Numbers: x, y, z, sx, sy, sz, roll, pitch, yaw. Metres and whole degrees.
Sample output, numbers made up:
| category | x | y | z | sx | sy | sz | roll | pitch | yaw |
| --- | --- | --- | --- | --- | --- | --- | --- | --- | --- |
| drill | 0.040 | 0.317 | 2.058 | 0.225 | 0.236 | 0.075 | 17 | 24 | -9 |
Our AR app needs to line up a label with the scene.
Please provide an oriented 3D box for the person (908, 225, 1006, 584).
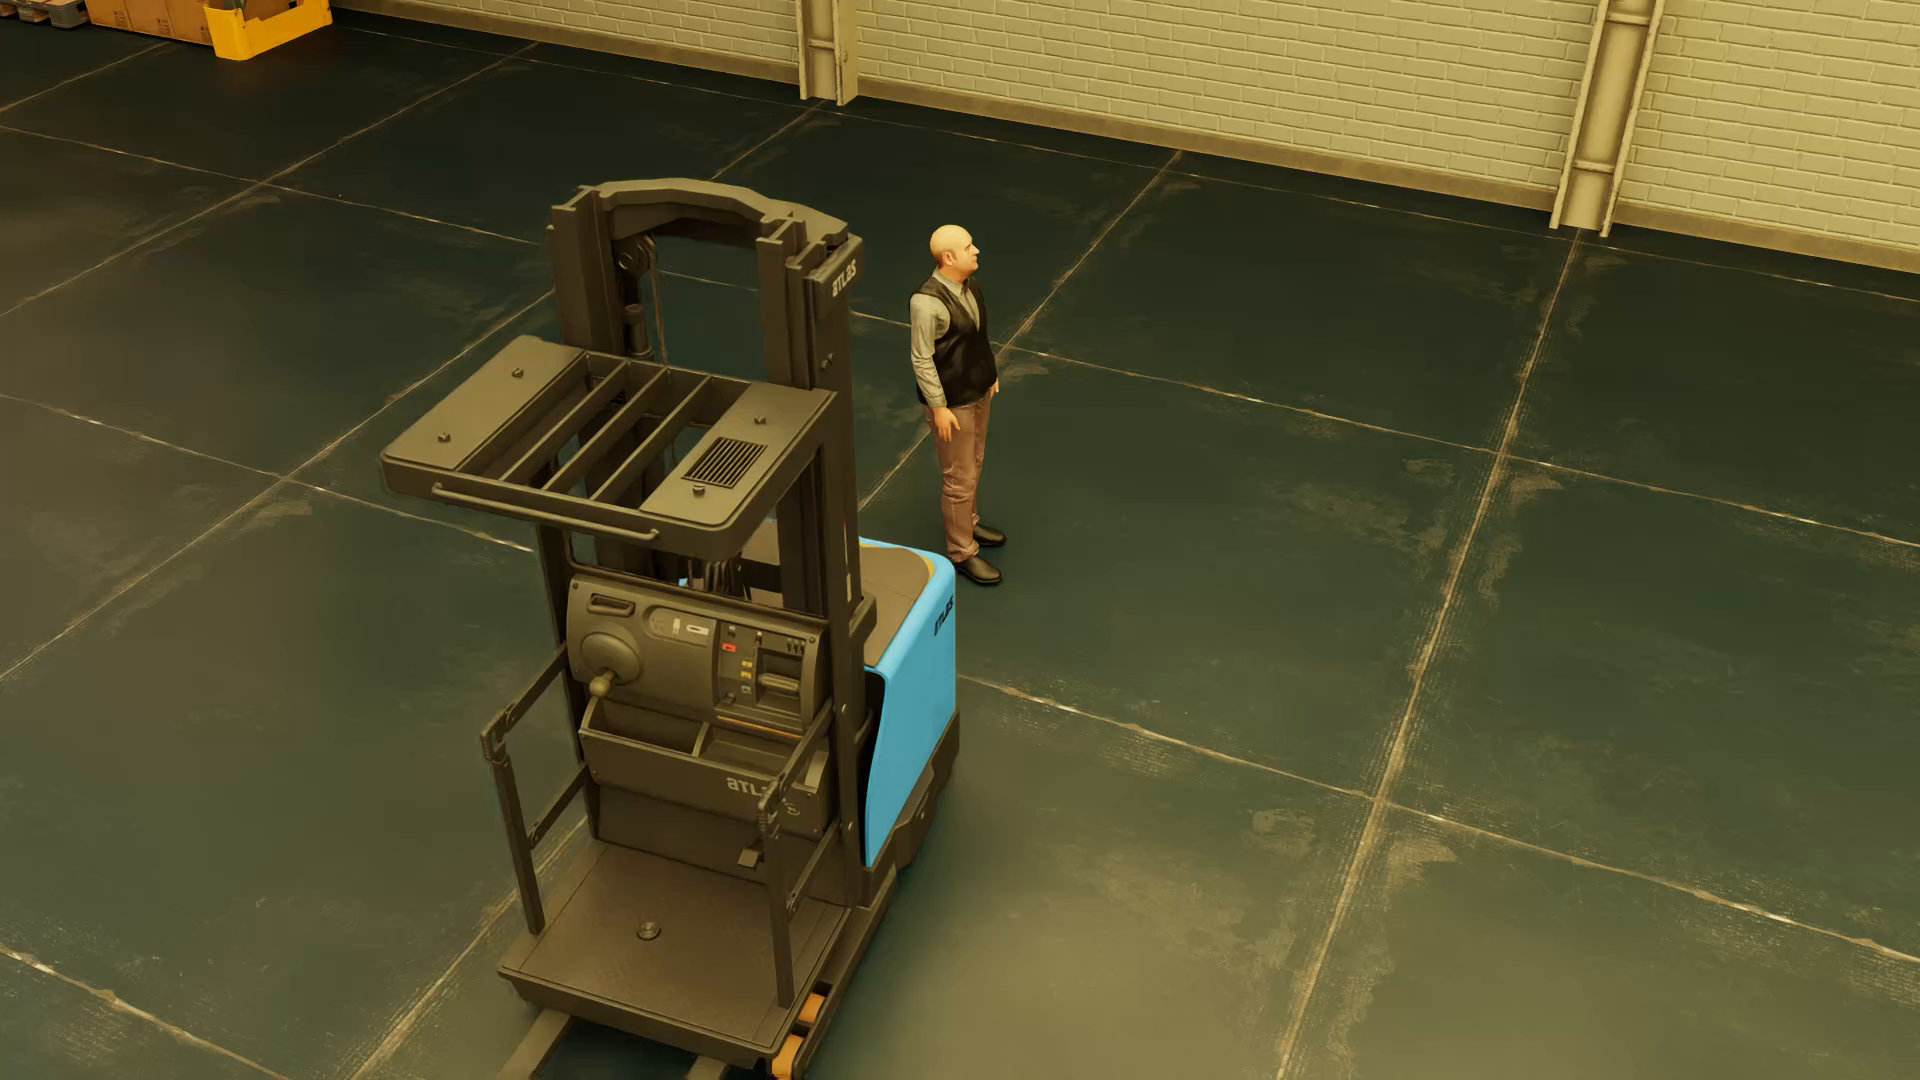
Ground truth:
| category | x | y | z | sx | sy | sz | roll | pitch | yaw |
| --- | --- | --- | --- | --- | --- | --- | --- | --- | --- |
| person | 0.054 | -0.688 | 8.080 | 0.566 | 1.722 | 0.634 | 15 | 38 | 20 |

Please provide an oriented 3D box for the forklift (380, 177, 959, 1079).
| category | x | y | z | sx | sy | sz | roll | pitch | yaw |
| --- | --- | --- | --- | --- | --- | --- | --- | --- | --- |
| forklift | -0.976 | 0.458 | 5.445 | 1.130 | 2.935 | 3.031 | 12 | 37 | 16 |
